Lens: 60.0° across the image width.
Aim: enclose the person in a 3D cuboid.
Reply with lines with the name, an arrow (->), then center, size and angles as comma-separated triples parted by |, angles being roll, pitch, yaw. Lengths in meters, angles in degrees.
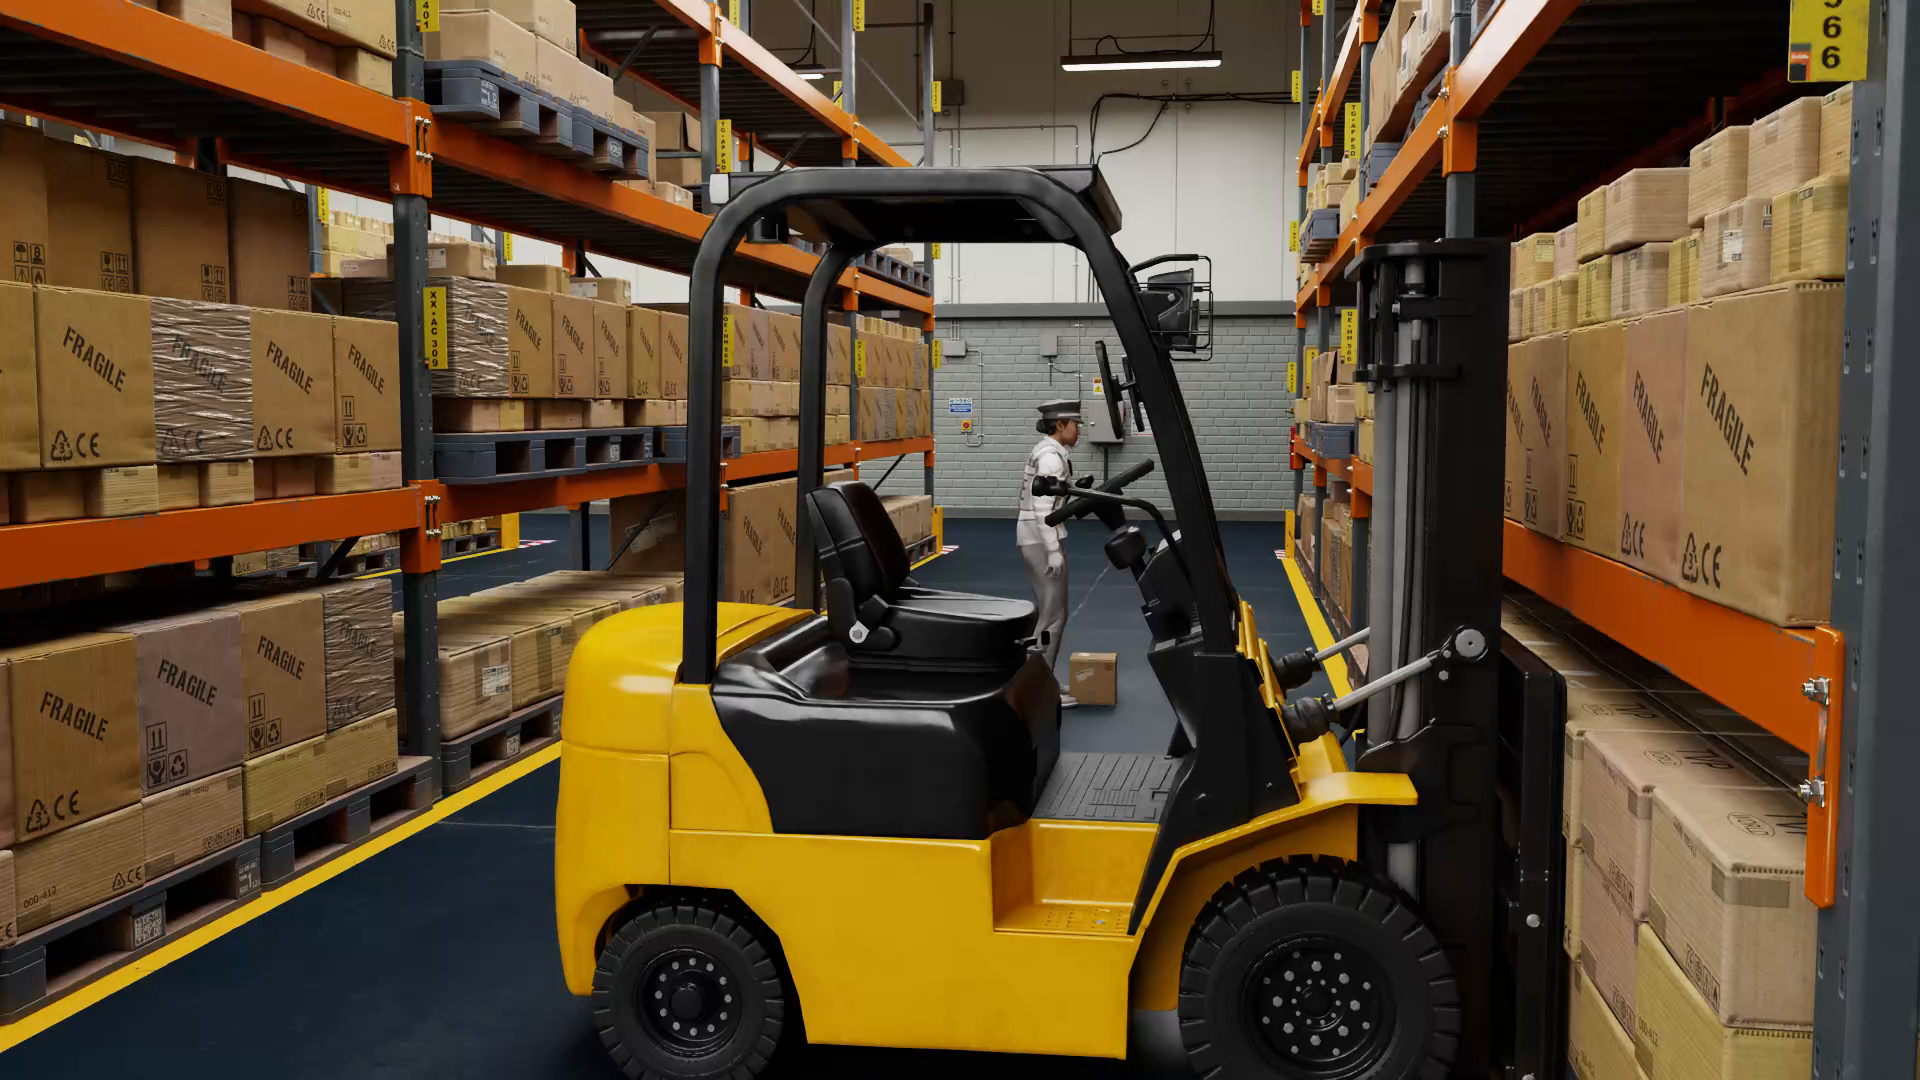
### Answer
person -> 0.495, 0.058, 9.152 | 0.376, 1.663, 0.544 | 0, 5, 5
